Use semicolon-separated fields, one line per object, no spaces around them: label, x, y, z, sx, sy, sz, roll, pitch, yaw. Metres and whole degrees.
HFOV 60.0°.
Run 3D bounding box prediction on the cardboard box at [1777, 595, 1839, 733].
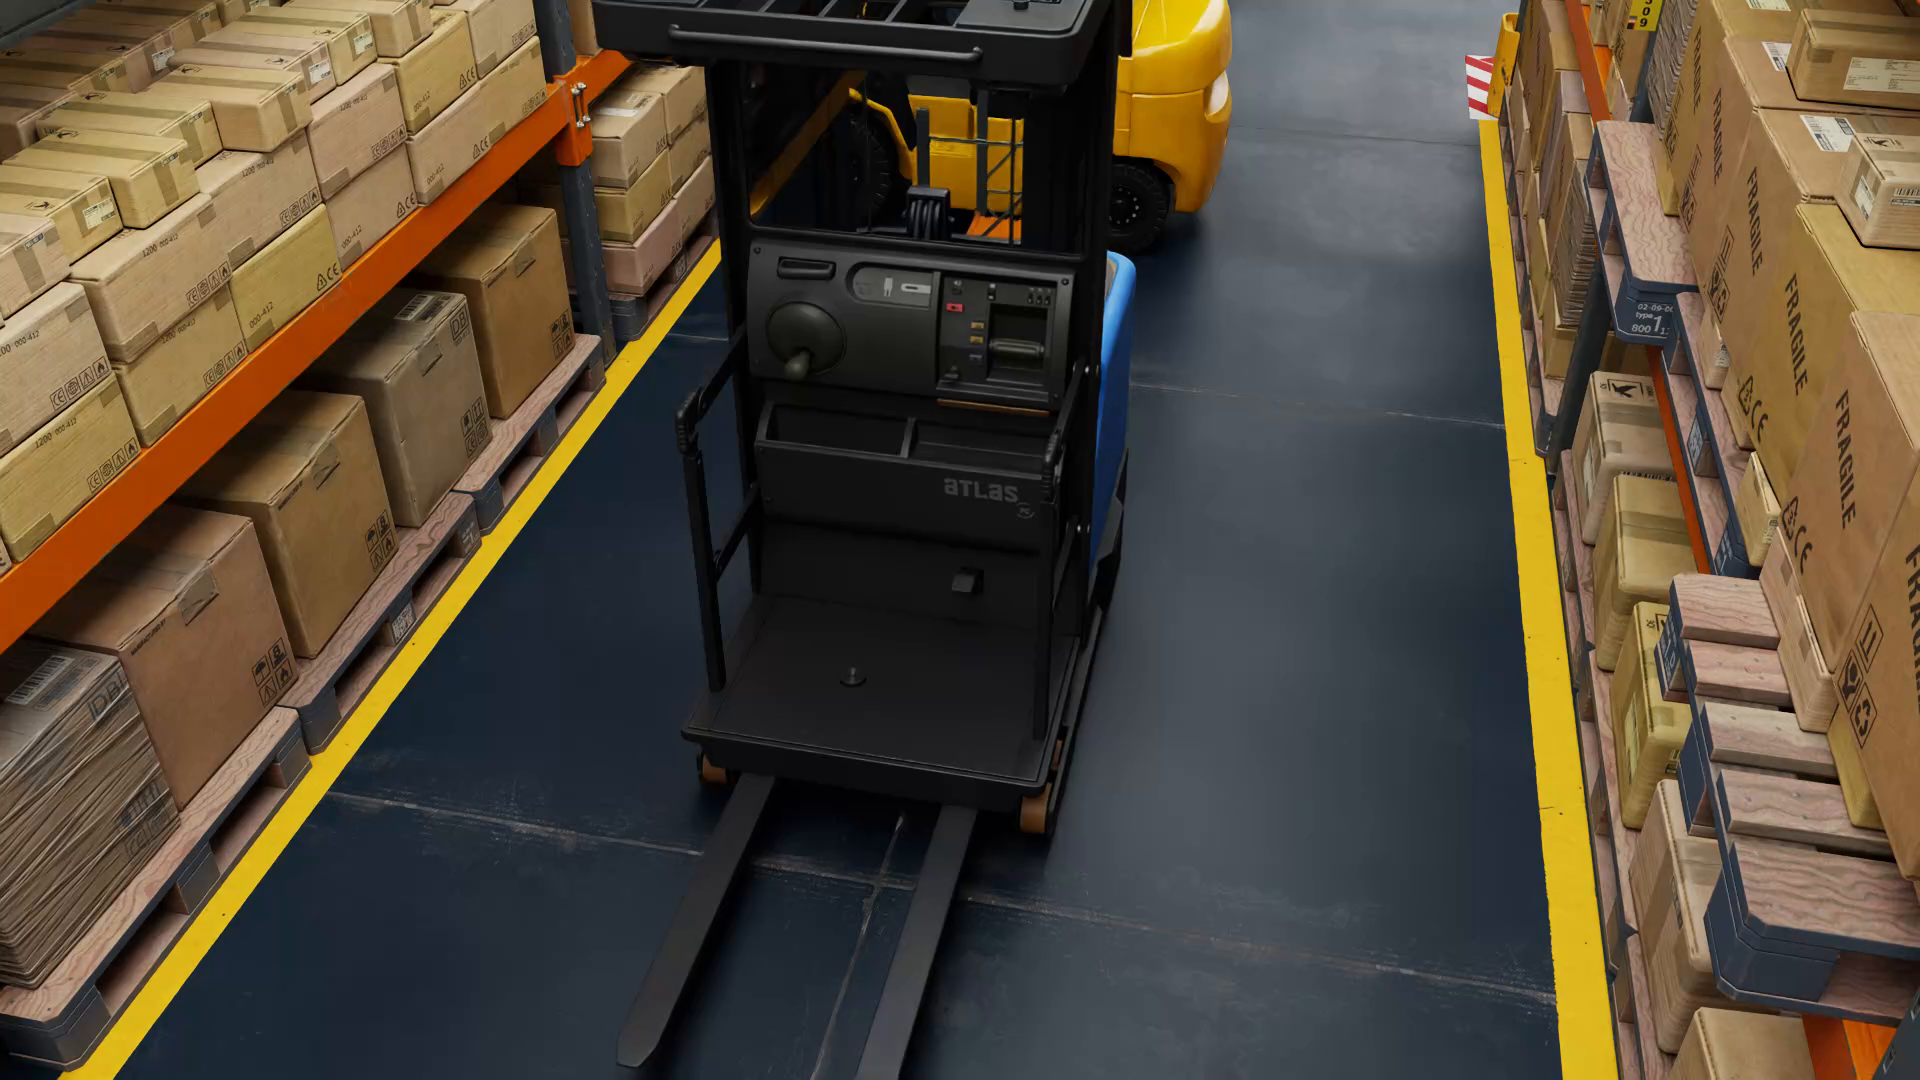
cardboard box;1.812;0.257;3.195;0.380;0.149;0.250;7;37;10

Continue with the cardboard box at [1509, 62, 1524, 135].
cardboard box;3.242;-2.359;8.934;0.500;0.250;0.500;7;37;10

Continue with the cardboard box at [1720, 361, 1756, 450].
cardboard box;2.069;-0.328;4.003;0.380;0.149;0.250;6;36;8

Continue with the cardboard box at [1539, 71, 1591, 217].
cardboard box;2.909;-1.755;7.461;0.500;0.500;0.500;9;37;12

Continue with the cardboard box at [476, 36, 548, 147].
cardboard box;-1.872;-1.675;6.133;0.500;0.250;0.500;8;37;11

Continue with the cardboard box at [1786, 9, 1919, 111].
cardboard box;2.253;-1.170;4.059;0.380;0.149;0.250;9;37;13

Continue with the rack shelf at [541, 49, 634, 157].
rack shelf;-1.593;-2.913;8.326;1.077;0.370;4.000;7;37;10

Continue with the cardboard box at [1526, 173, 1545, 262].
cardboard box;2.911;-1.464;7.699;0.500;0.250;0.500;8;37;11

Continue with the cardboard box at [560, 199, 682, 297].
cardboard box;-1.593;-1.350;7.541;0.500;0.250;0.500;8;37;10

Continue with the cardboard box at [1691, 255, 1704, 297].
cardboard box;2.260;-0.772;4.615;0.380;0.149;0.250;8;37;11

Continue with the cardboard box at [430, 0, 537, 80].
cardboard box;-1.875;-1.885;5.997;0.500;0.250;0.500;7;36;9

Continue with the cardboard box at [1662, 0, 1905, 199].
cardboard box;2.343;-1.248;4.719;0.500;0.500;0.500;7;37;10

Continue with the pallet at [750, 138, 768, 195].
pallet;-1.551;-2.080;8.940;1.003;0.211;1.213;7;37;10

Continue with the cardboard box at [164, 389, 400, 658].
cardboard box;-2.452;-0.090;5.484;0.875;0.625;0.625;6;36;8

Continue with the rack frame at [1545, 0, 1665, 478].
rack frame;2.830;-1.437;5.677;1.000;3.000;0.127;7;37;10

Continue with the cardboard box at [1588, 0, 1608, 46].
cardboard box;2.815;-2.141;6.862;0.380;0.149;0.250;7;36;9

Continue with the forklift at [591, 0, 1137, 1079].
forklift;-0.192;-0.542;4.500;1.130;2.935;3.031;7;37;10

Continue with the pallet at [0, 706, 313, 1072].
pallet;-2.660;0.898;4.831;1.003;0.211;1.213;7;37;10

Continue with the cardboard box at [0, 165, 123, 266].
cardboard box;-2.365;-0.816;4.182;0.380;0.149;0.250;8;37;10

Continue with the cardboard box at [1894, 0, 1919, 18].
cardboard box;2.851;-1.190;4.639;0.500;0.500;0.500;8;37;10

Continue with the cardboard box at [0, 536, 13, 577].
cardboard box;-2.541;0.073;3.721;0.500;0.250;0.500;7;37;10

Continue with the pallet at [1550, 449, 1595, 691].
pallet;2.665;0.138;5.879;1.003;0.211;1.213;7;37;10

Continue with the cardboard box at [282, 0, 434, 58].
cardboard box;-1.944;-1.685;5.381;0.380;0.149;0.250;6;36;9

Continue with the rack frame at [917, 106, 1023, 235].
rack frame;0.097;-0.861;6.160;0.500;1.500;0.032;7;37;10

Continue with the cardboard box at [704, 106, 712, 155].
cardboard box;-1.391;-2.131;8.193;0.500;0.250;0.500;7;37;10

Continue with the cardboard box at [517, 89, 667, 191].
cardboard box;-1.610;-1.757;7.251;0.500;0.250;0.500;7;36;9

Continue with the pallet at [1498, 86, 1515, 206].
pallet;3.460;-2.096;8.963;1.003;0.211;1.213;7;37;10

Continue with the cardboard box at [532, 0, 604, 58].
cardboard box;-1.670;-2.319;6.809;0.500;0.500;0.500;6;36;9

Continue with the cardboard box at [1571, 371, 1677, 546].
cardboard box;2.720;-0.242;5.909;0.950;0.372;0.625;8;37;11

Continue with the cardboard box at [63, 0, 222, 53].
cardboard box;-2.580;-1.607;5.273;0.380;0.149;0.250;7;37;10

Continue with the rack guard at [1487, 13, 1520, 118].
rack guard;3.668;-2.675;9.514;1.175;0.500;0.348;7;37;10

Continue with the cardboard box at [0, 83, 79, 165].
cardboard box;-2.693;-1.162;4.659;0.380;0.149;0.250;8;37;11

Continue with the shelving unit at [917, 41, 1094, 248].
shelving unit;0.205;-1.147;6.555;0.587;1.500;1.083;7;37;10

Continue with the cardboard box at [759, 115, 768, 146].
cardboard box;-1.277;-2.228;8.753;0.500;0.250;0.500;8;37;11

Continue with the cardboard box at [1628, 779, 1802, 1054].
cardboard box;2.256;1.003;4.191;0.950;0.372;0.625;7;36;9

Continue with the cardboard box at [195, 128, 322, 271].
cardboard box;-2.219;-1.010;4.790;0.500;0.250;0.500;8;37;11

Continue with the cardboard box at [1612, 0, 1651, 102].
cardboard box;2.682;-1.884;5.955;0.500;0.500;0.500;6;36;9

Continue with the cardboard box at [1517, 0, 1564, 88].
cardboard box;3.237;-2.649;8.695;0.500;0.500;0.500;6;36;8

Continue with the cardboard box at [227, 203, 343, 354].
cardboard box;-2.213;-0.808;4.937;0.500;0.250;0.500;8;37;11

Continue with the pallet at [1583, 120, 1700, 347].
pallet;2.525;-0.940;5.154;1.003;0.211;1.213;7;37;10

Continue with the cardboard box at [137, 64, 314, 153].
cardboard box;-2.101;-1.239;4.765;0.380;0.149;0.250;6;36;9

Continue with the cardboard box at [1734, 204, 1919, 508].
cardboard box;2.008;-0.358;3.491;0.500;0.500;0.500;5;36;7
